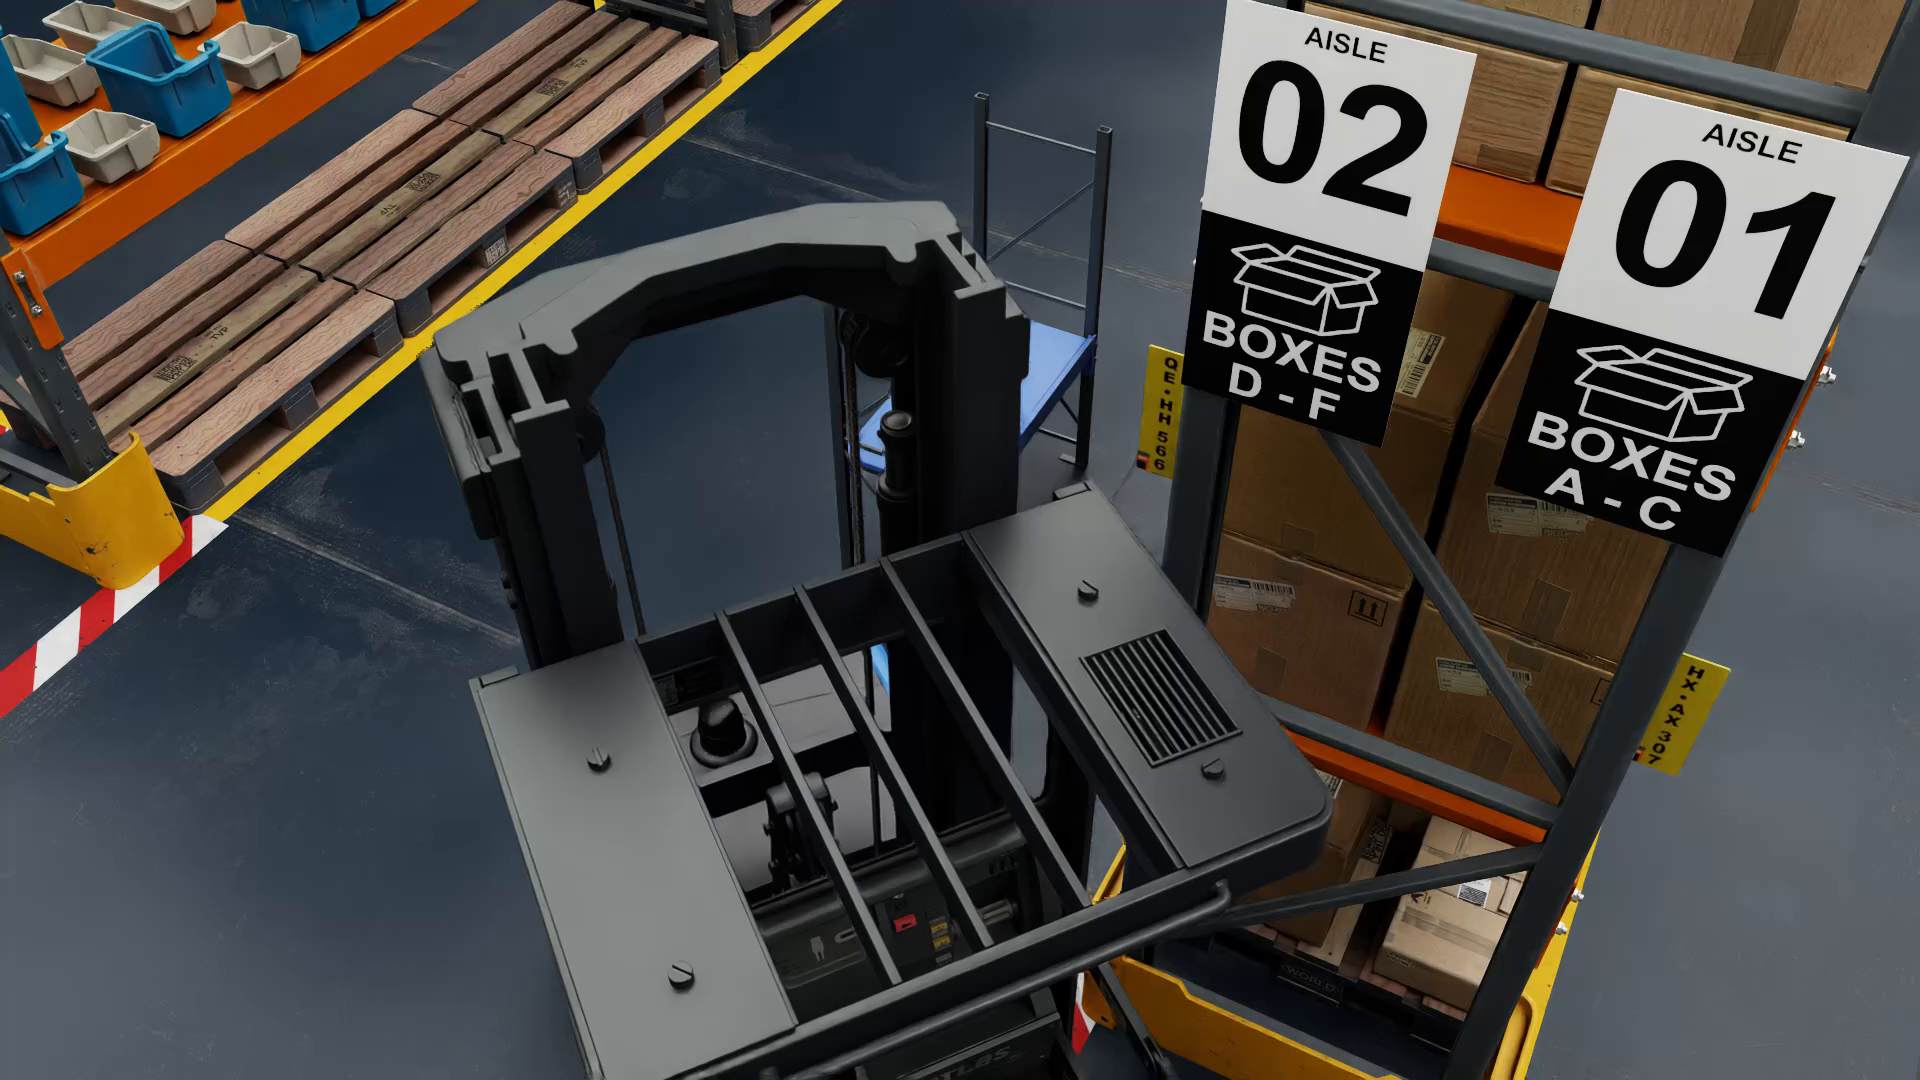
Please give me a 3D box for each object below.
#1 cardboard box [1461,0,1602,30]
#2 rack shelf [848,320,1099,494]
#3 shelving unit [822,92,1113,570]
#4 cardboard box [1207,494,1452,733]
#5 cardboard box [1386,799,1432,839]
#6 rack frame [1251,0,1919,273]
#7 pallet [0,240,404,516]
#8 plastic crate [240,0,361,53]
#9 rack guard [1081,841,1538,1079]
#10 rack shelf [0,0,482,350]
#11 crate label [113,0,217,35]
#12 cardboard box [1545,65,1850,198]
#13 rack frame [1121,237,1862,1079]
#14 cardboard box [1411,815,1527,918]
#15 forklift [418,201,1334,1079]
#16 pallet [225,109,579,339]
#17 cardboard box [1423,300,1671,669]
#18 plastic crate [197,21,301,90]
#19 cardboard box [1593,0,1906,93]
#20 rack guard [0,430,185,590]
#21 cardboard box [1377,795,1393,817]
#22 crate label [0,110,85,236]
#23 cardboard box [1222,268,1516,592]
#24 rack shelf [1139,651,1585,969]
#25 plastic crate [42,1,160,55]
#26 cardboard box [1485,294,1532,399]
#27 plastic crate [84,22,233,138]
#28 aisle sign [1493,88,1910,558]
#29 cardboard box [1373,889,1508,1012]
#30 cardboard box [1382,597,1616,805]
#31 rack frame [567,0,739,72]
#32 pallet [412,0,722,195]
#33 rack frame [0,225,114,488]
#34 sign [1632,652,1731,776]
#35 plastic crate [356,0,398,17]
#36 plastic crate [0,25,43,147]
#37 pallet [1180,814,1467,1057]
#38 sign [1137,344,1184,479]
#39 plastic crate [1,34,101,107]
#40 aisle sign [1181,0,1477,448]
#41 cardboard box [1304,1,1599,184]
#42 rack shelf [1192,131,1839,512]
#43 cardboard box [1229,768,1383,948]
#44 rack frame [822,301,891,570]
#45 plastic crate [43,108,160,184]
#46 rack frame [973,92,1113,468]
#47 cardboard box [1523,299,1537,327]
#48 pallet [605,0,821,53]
[{"bbox_3d":[0.910,-1.123,2.896,0.500,0.250,0.500,20,49,19],"label":"cardboard box"},{"bbox_3d":[0.040,-0.455,5.898,0.538,0.185,1.000,20,49,19],"label":"rack shelf"},{"bbox_3d":[0.040,-0.581,5.770,0.538,1.500,1.048,20,49,19],"label":"shelving unit"},{"bbox_3d":[0.864,0.055,4.016,0.500,0.500,0.500,22,49,20],"label":"cardboard box"},{"bbox_3d":[1.633,0.710,5.063,0.500,0.250,0.500,20,49,19],"label":"cardboard box"},{"bbox_3d":[0.897,-1.646,1.550,1.000,3.000,0.127,20,49,19],"label":"rack frame"},{"bbox_3d":[-3.071,-0.702,6.795,1.003,0.211,1.213,20,49,19],"label":"pallet"},{"bbox_3d":[-2.471,-2.014,6.207,0.416,0.233,0.300,20,49,19],"label":"plastic crate"},{"bbox_3d":[0.933,1.293,4.620,1.175,0.500,0.348,20,49,19],"label":"rack guard"},{"bbox_3d":[-2.560,-2.182,6.804,1.077,0.370,4.000,20,49,19],"label":"rack shelf"},{"bbox_3d":[-3.015,-2.039,6.299,0.396,0.136,0.243,20,49,19],"label":"crate label"},{"bbox_3d":[1.361,-0.779,2.907,0.500,0.250,0.500,20,49,19],"label":"cardboard box"},{"bbox_3d":[0.897,0.462,3.684,1.000,3.000,0.127,20,49,19],"label":"rack frame"},{"bbox_3d":[1.512,0.996,4.839,0.380,0.166,0.250,20,49,19],"label":"cardboard box"},{"bbox_3d":[-0.133,0.973,3.227,1.130,2.935,3.031,-18,48,-17],"label":"forklift"},{"bbox_3d":[-2.504,-1.468,7.552,1.003,0.211,1.213,20,49,19],"label":"pallet"},{"bbox_3d":[1.337,-0.117,3.483,0.500,0.500,0.500,22,49,20],"label":"cardboard box"},{"bbox_3d":[-2.545,-1.753,6.016,0.250,0.136,0.298,20,49,19],"label":"plastic crate"},{"bbox_3d":[1.366,-0.953,2.728,0.500,0.250,0.500,20,49,19],"label":"cardboard box"},{"bbox_3d":[-3.488,-0.277,6.173,1.175,0.500,0.348,20,49,19],"label":"rack guard"},{"bbox_3d":[1.199,0.654,5.177,0.380,0.166,0.250,20,49,19],"label":"cardboard box"},{"bbox_3d":[-3.082,-1.184,5.387,0.416,0.233,0.303,20,49,19],"label":"crate label"},{"bbox_3d":[0.860,-0.295,3.660,0.500,0.500,0.500,20,49,19],"label":"cardboard box"},{"bbox_3d":[1.826,-0.545,5.185,1.077,0.370,4.000,20,49,19],"label":"rack shelf"},{"bbox_3d":[-3.123,-1.855,6.118,0.396,0.136,0.243,20,49,19],"label":"plastic crate"},{"bbox_3d":[1.094,-0.614,3.974,0.500,0.500,0.500,22,49,20],"label":"cardboard box"},{"bbox_3d":[-2.776,-1.599,5.797,0.416,0.233,0.300,20,49,19],"label":"plastic crate"},{"bbox_3d":[1.126,-0.311,2.621,0.394,0.787,0.004,20,49,19],"label":"aisle sign"},{"bbox_3d":[1.396,1.160,4.690,0.380,0.149,0.250,20,49,19],"label":"cardboard box"},{"bbox_3d":[1.337,0.235,3.839,0.500,0.500,0.500,21,49,20],"label":"cardboard box"},{"bbox_3d":[-1.631,-3.695,7.793,1.000,3.000,0.127,20,49,19],"label":"rack frame"},{"bbox_3d":[-1.938,-2.239,8.314,1.003,0.211,1.213,20,49,19],"label":"pallet"},{"bbox_3d":[-3.488,-1.175,5.303,1.000,3.000,0.127,20,49,19],"label":"rack frame"},{"bbox_3d":[1.378,0.337,3.199,0.100,0.325,0.005,20,49,19],"label":"sign"},{"bbox_3d":[-2.332,-2.203,6.394,0.416,0.233,0.300,20,49,19],"label":"plastic crate"},{"bbox_3d":[-3.498,-1.481,5.538,0.616,0.435,0.499,20,49,19],"label":"plastic crate"},{"bbox_3d":[1.302,0.892,5.220,1.003,0.211,1.213,20,49,19],"label":"pallet"},{"bbox_3d":[0.415,-0.252,3.353,0.100,0.325,0.005,20,49,19],"label":"sign"},{"bbox_3d":[-3.270,-1.677,5.942,0.396,0.136,0.243,20,49,19],"label":"plastic crate"},{"bbox_3d":[0.594,-0.510,2.817,0.394,0.787,0.004,20,49,19],"label":"aisle sign"},{"bbox_3d":[0.902,-0.950,3.076,0.500,0.250,0.500,20,49,19],"label":"cardboard box"},{"bbox_3d":[1.826,-1.599,4.118,1.077,0.370,4.000,20,49,19],"label":"rack shelf"},{"bbox_3d":[0.932,0.763,4.835,0.500,0.500,0.500,20,49,19],"label":"cardboard box"},{"bbox_3d":[-0.196,-0.261,5.453,0.500,1.500,0.032,20,49,19],"label":"rack frame"},{"bbox_3d":[-2.860,-1.325,5.594,0.250,0.136,0.298,20,49,19],"label":"plastic crate"},{"bbox_3d":[0.276,-0.901,6.086,0.500,1.500,0.032,20,49,19],"label":"rack frame"},{"bbox_3d":[1.573,-0.449,3.811,0.500,0.500,0.500,21,49,19],"label":"cardboard box"},{"bbox_3d":[-1.236,-3.187,9.252,1.003,0.211,1.213,20,49,19],"label":"pallet"}]
